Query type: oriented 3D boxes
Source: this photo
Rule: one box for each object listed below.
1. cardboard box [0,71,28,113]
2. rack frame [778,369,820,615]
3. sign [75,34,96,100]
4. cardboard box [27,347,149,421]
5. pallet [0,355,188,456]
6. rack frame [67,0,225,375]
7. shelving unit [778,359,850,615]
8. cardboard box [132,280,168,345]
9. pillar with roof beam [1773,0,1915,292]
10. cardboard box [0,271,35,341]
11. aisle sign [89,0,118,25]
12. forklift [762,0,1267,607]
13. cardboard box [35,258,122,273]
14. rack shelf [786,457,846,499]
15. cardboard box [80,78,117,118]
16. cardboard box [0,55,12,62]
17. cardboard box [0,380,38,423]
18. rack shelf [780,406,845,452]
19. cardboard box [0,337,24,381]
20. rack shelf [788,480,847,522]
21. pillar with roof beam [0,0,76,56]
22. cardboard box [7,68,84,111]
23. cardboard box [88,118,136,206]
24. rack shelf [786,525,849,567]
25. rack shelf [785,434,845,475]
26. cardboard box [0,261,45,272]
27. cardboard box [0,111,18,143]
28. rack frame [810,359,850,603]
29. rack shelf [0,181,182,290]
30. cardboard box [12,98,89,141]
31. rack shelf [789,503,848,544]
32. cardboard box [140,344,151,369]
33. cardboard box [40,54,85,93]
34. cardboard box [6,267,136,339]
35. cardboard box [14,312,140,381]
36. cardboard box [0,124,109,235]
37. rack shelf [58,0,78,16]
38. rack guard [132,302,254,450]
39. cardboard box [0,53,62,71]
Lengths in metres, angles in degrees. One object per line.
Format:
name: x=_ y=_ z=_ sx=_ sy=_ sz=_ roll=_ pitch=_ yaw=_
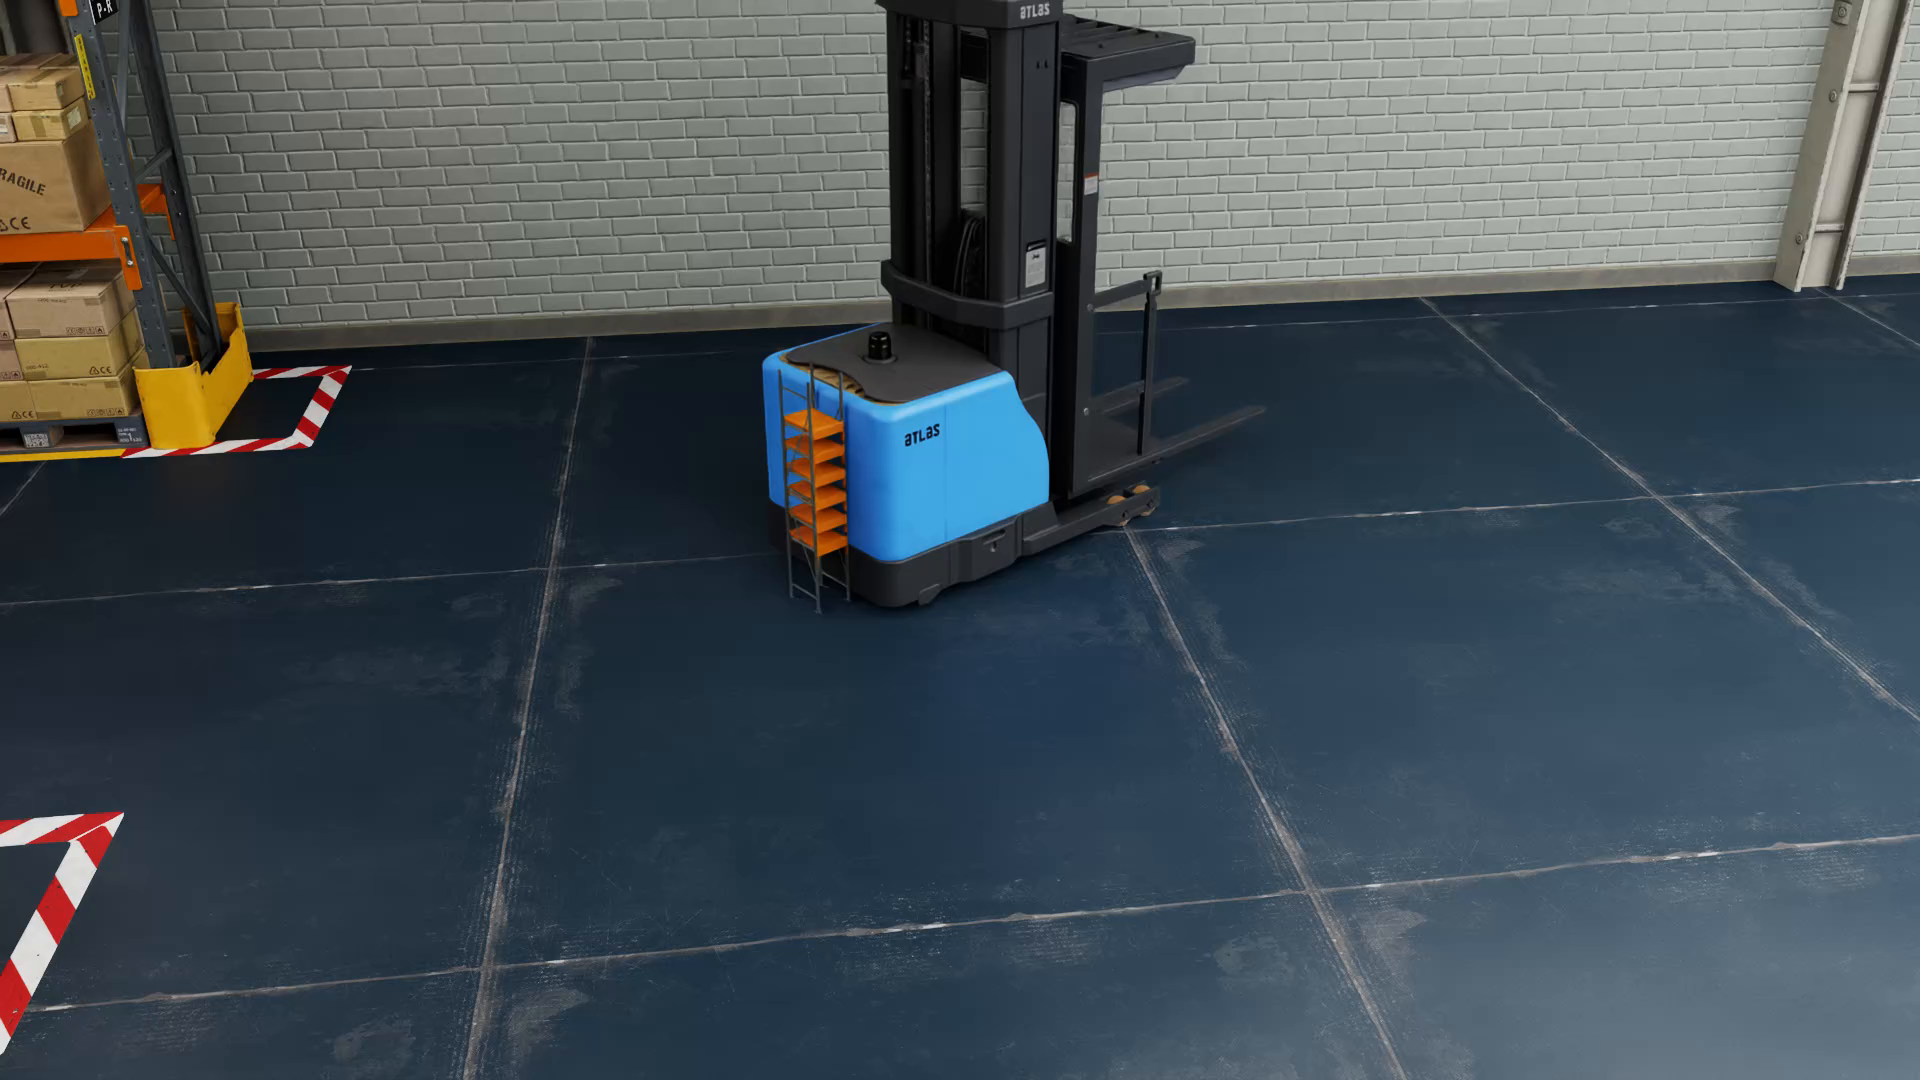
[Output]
cardboard box: x=-5.269 y=-2.452 z=9.097 sx=0.250 sy=0.149 sz=0.380 roll=-4 pitch=27 yaw=-7
rack frame: x=-0.757 y=-0.213 z=7.851 sx=0.006 sy=1.200 sz=0.240 roll=-22 pitch=34 yaw=-36
sign: x=-4.642 y=-2.509 z=8.825 sx=0.005 sy=0.325 sz=0.100 roll=-4 pitch=27 yaw=-7
cardboard box: x=-5.125 y=-0.925 z=9.819 sx=0.500 sy=0.250 sz=0.500 roll=-3 pitch=27 yaw=-7
pallet: x=-5.455 y=-0.826 z=10.128 sx=1.213 sy=0.211 sz=1.003 roll=-4 pitch=27 yaw=-7
rack frame: x=-4.704 y=-2.134 z=9.624 sx=0.127 sy=3.000 sz=1.000 roll=-4 pitch=27 yaw=-7
shelving unit: x=-0.689 y=-0.241 z=7.905 sx=0.189 sy=1.200 sz=0.258 roll=-22 pitch=34 yaw=-36
cardboard box: x=-5.199 y=-1.384 z=10.166 sx=0.500 sy=0.250 sz=0.500 roll=-3 pitch=27 yaw=-6
pillar with roof beam: x=6.964 y=-3.984 z=6.656 sx=0.400 sy=9.000 sz=9.100 roll=-4 pitch=27 yaw=-7
cardboard box: x=-5.621 y=-1.337 z=9.527 sx=0.500 sy=0.250 sz=0.500 roll=-3 pitch=27 yaw=-6
aisle sign: x=-4.598 y=-3.162 z=8.780 sx=0.004 sy=0.787 sz=0.394 roll=-4 pitch=27 yaw=-7
forklift: x=0.449 y=-1.535 z=8.530 sx=3.031 sy=2.935 sz=1.130 roll=-22 pitch=34 yaw=-36
cardboard box: x=-5.206 y=-1.598 z=10.034 sx=0.500 sy=0.250 sz=0.500 roll=-4 pitch=27 yaw=-8
rack shelf: x=-0.689 y=-0.308 z=7.870 sx=0.180 sy=0.103 sz=0.258 roll=-22 pitch=34 yaw=-36
cardboard box: x=-5.076 y=-2.563 z=9.639 sx=0.250 sy=0.149 sz=0.380 roll=-4 pitch=27 yaw=-8
cardboard box: x=-5.590 y=-2.650 z=9.483 sx=0.250 sy=0.149 sz=0.380 roll=-3 pitch=27 yaw=-6
cardboard box: x=-5.619 y=-0.898 z=9.766 sx=0.500 sy=0.250 sz=0.500 roll=-4 pitch=27 yaw=-7
rack shelf: x=-0.689 y=-0.521 z=7.761 sx=0.180 sy=0.103 sz=0.258 roll=-22 pitch=34 yaw=-36
cardboard box: x=-5.641 y=-1.121 z=9.653 sx=0.500 sy=0.250 sz=0.500 roll=-4 pitch=27 yaw=-8
rack shelf: x=-0.689 y=-0.201 z=7.925 sx=0.180 sy=0.103 sz=0.258 roll=-22 pitch=34 yaw=-36
pillar with roof beam: x=-4.919 y=-3.220 z=5.169 sx=0.400 sy=9.000 sz=9.100 roll=-4 pitch=27 yaw=-7
cardboard box: x=-5.029 y=-2.482 z=9.155 sx=0.250 sy=0.149 sz=0.380 roll=-4 pitch=27 yaw=-7
cardboard box: x=-5.233 y=-2.273 z=9.784 sx=0.500 sy=0.500 sz=0.500 roll=-3 pitch=27 yaw=-5
rack shelf: x=-0.689 y=0.012 z=8.035 sx=0.180 sy=0.103 sz=0.258 roll=-22 pitch=34 yaw=-36
rack shelf: x=-0.689 y=-0.415 z=7.816 sx=0.180 sy=0.103 sz=0.258 roll=-22 pitch=34 yaw=-36
cardboard box: x=-5.701 y=-1.564 z=9.969 sx=0.500 sy=0.250 sz=0.500 roll=-4 pitch=27 yaw=-7
cardboard box: x=-5.257 y=-2.289 z=9.105 sx=0.250 sy=0.149 sz=0.380 roll=-3 pitch=27 yaw=-6
rack frame: x=-0.620 y=-0.268 z=7.959 sx=0.006 sy=1.200 sz=0.240 roll=-22 pitch=34 yaw=-36
rack shelf: x=-6.685 y=-1.687 z=9.540 sx=4.000 sy=0.370 sz=1.077 roll=-4 pitch=27 yaw=-7
cardboard box: x=-5.008 y=-2.319 z=9.163 sx=0.250 sy=0.149 sz=0.380 roll=-3 pitch=27 yaw=-6
rack shelf: x=-0.689 y=-0.094 z=7.980 sx=0.180 sy=0.103 sz=0.258 roll=-22 pitch=34 yaw=-36
cardboard box: x=-5.218 y=-1.155 z=10.267 sx=0.500 sy=0.250 sz=0.500 roll=-4 pitch=27 yaw=-7
cardboard box: x=-5.066 y=-2.675 z=9.531 sx=0.250 sy=0.149 sz=0.380 roll=-4 pitch=27 yaw=-8
cardboard box: x=-5.117 y=-1.372 z=9.595 sx=0.500 sy=0.250 sz=0.500 roll=-3 pitch=27 yaw=-5
cardboard box: x=-5.142 y=-1.148 z=9.706 sx=0.500 sy=0.250 sz=0.500 roll=-4 pitch=27 yaw=-8
cardboard box: x=-5.155 y=-2.029 z=9.308 sx=0.500 sy=0.500 sz=0.500 roll=-4 pitch=27 yaw=-8
rack shelf: x=-6.685 y=-3.021 z=8.855 sx=4.000 sy=0.370 sz=1.077 roll=-4 pitch=27 yaw=-7
rack guard: x=-4.680 y=-1.024 z=10.197 sx=0.348 sy=0.500 sz=1.175 roll=-4 pitch=27 yaw=-7
cardboard box: x=-5.338 y=-2.686 z=9.554 sx=0.250 sy=0.149 sz=0.380 roll=-3 pitch=27 yaw=-5
